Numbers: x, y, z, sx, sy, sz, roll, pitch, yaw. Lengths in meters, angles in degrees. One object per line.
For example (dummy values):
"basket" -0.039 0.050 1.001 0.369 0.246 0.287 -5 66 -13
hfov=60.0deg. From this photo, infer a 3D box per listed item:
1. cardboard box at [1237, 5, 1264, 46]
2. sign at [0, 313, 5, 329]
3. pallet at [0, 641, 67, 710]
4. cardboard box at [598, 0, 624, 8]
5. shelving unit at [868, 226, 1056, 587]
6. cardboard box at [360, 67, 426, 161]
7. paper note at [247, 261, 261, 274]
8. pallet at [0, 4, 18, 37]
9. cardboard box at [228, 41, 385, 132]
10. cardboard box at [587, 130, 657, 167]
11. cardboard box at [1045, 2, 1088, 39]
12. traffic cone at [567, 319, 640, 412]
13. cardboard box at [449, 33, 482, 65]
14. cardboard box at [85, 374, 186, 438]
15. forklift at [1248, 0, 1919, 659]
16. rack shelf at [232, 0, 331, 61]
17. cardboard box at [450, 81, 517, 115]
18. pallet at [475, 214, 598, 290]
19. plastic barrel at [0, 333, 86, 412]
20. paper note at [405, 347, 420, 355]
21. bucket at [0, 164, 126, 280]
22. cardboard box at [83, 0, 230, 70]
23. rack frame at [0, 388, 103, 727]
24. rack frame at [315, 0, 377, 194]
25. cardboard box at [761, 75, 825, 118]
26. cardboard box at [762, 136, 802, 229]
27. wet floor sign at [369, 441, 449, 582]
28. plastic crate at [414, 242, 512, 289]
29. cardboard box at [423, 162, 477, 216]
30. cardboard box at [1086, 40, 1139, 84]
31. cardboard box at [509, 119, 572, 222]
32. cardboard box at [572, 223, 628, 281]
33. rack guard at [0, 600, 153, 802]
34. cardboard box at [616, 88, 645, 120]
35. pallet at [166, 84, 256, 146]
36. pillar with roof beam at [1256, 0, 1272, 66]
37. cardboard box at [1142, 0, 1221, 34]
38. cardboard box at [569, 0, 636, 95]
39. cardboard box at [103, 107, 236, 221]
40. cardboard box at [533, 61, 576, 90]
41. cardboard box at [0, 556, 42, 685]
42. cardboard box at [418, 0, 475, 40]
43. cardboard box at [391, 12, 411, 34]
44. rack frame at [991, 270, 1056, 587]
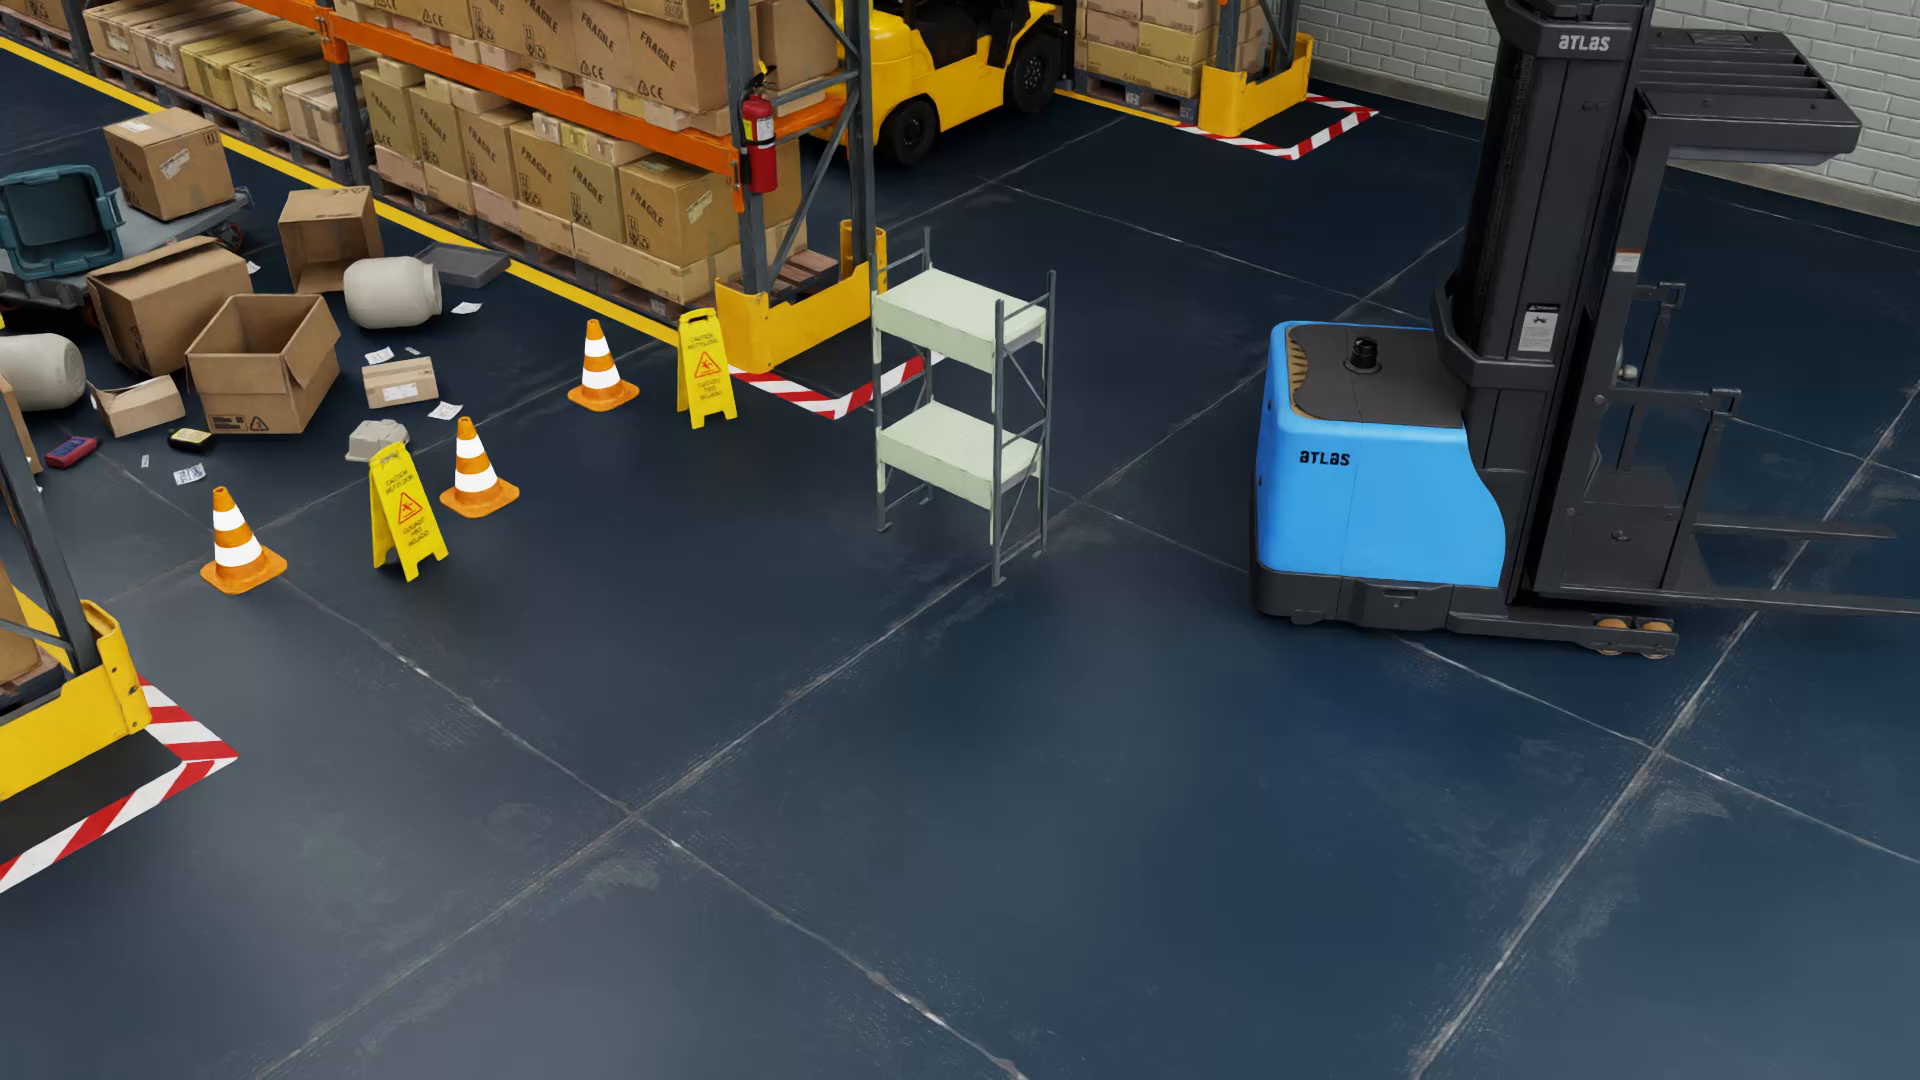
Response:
"cardboard box" 2.074 -4.138 13.242 0.500 0.250 0.500 26 42 33
"sign" -3.600 -0.910 6.090 0.005 0.325 0.100 25 42 32
"pallet" -4.624 0.613 7.171 1.213 0.211 1.003 25 42 32
"cardboard box" -1.787 -3.324 9.206 0.500 0.500 0.700 26 42 32
"shelving unit" 0.005 -0.616 7.822 0.755 1.500 0.431 25 42 32
"cardboard box" -3.664 -2.937 11.273 0.500 0.500 0.500 27 43 34
"paper note" -4.628 -1.762 10.788 0.142 0.019 0.148 25 42 32
"pallet" -8.509 -4.980 15.314 1.213 0.211 1.003 25 42 32
"cardboard box" -4.904 -3.457 12.585 0.625 0.372 0.950 28 43 34
"cardboard box" -1.978 -2.368 9.870 0.250 0.149 0.380 27 43 33
"cardboard box" 0.940 -4.282 13.452 0.500 0.250 0.500 24 41 31
"traffic cone" -2.026 -1.020 9.326 0.334 0.463 0.336 25 42 32
"cardboard box" -2.930 -3.095 10.329 0.250 0.149 0.380 25 42 32
"cardboard box" -4.534 -0.781 9.153 0.396 0.266 0.258 -26 42 -32
"forklift" 2.906 -0.995 7.110 3.031 2.935 1.130 4 35 6
"rack shelf" -5.481 -4.348 12.567 4.000 0.370 1.077 25 42 32
"cardboard box" -3.001 -2.852 10.575 0.250 0.149 0.380 28 43 34
"pallet" -2.464 -2.101 11.122 1.213 0.211 1.003 25 42 32
"plastic barrel" -5.180 -0.924 9.222 0.512 0.421 0.421 -6 35 -8
"paper note" -3.251 -1.123 9.877 0.123 0.001 0.032 25 42 32
"bucket" -5.454 -1.961 10.004 0.726 0.611 0.620 -18 28 -25
"cardboard box" -6.590 -4.250 13.738 0.625 0.372 0.950 22 40 29
"rack frame" -3.960 -0.281 6.009 0.127 3.000 1.000 25 42 32
"rack frame" -3.944 -3.920 11.308 0.127 3.000 1.000 25 42 32
"cardboard box" -0.999 -2.580 9.580 0.250 0.149 0.380 25 42 32
"cardboard box" -1.332 -2.241 10.258 0.500 0.500 0.500 24 41 30
"wet floor sign" -2.670 -0.161 7.915 0.232 0.644 0.267 18 38 24
"plastic crate" -3.262 -1.791 10.787 0.583 0.080 0.402 12 36 16
"cardboard box" -3.246 -2.440 11.211 0.500 0.250 0.500 28 43 34
"cardboard box" 1.364 -3.888 13.320 0.500 0.250 0.500 25 42 32
"cardboard box" -2.439 -2.370 10.447 0.500 0.500 0.500 24 41 31
"cardboard box" -2.057 -1.877 10.392 0.500 0.250 0.500 25 42 32
"rack guard" -3.941 0.758 6.704 0.348 0.500 1.175 25 42 32
"cardboard box" -1.743 -2.555 9.543 0.250 0.149 0.380 24 41 31
"pallet" -5.485 -3.493 13.150 1.213 0.211 1.003 25 42 32
"pillar with roof beam" -0.410 -5.876 8.857 0.400 9.000 9.100 25 42 32
"cardboard box" 1.749 -4.115 12.767 0.500 0.250 0.500 27 43 33
"cardboard box" -1.845 -2.895 9.465 0.500 0.500 0.500 25 42 32
"cardboard box" -5.060 -2.416 10.658 0.500 0.500 0.500 25 42 32
"cardboard box" -2.322 -2.843 9.961 0.250 0.149 0.380 25 42 31
"cardboard box" -4.523 0.205 6.808 0.875 0.875 0.875 26 42 32
"cardboard box" -3.006 -3.444 10.264 0.500 0.500 0.500 25 42 31
"cardboard box" -3.456 -3.411 10.789 0.250 0.149 0.380 25 42 32
"rack frame" 0.286 -0.483 7.629 0.023 1.500 0.400 25 42 32
